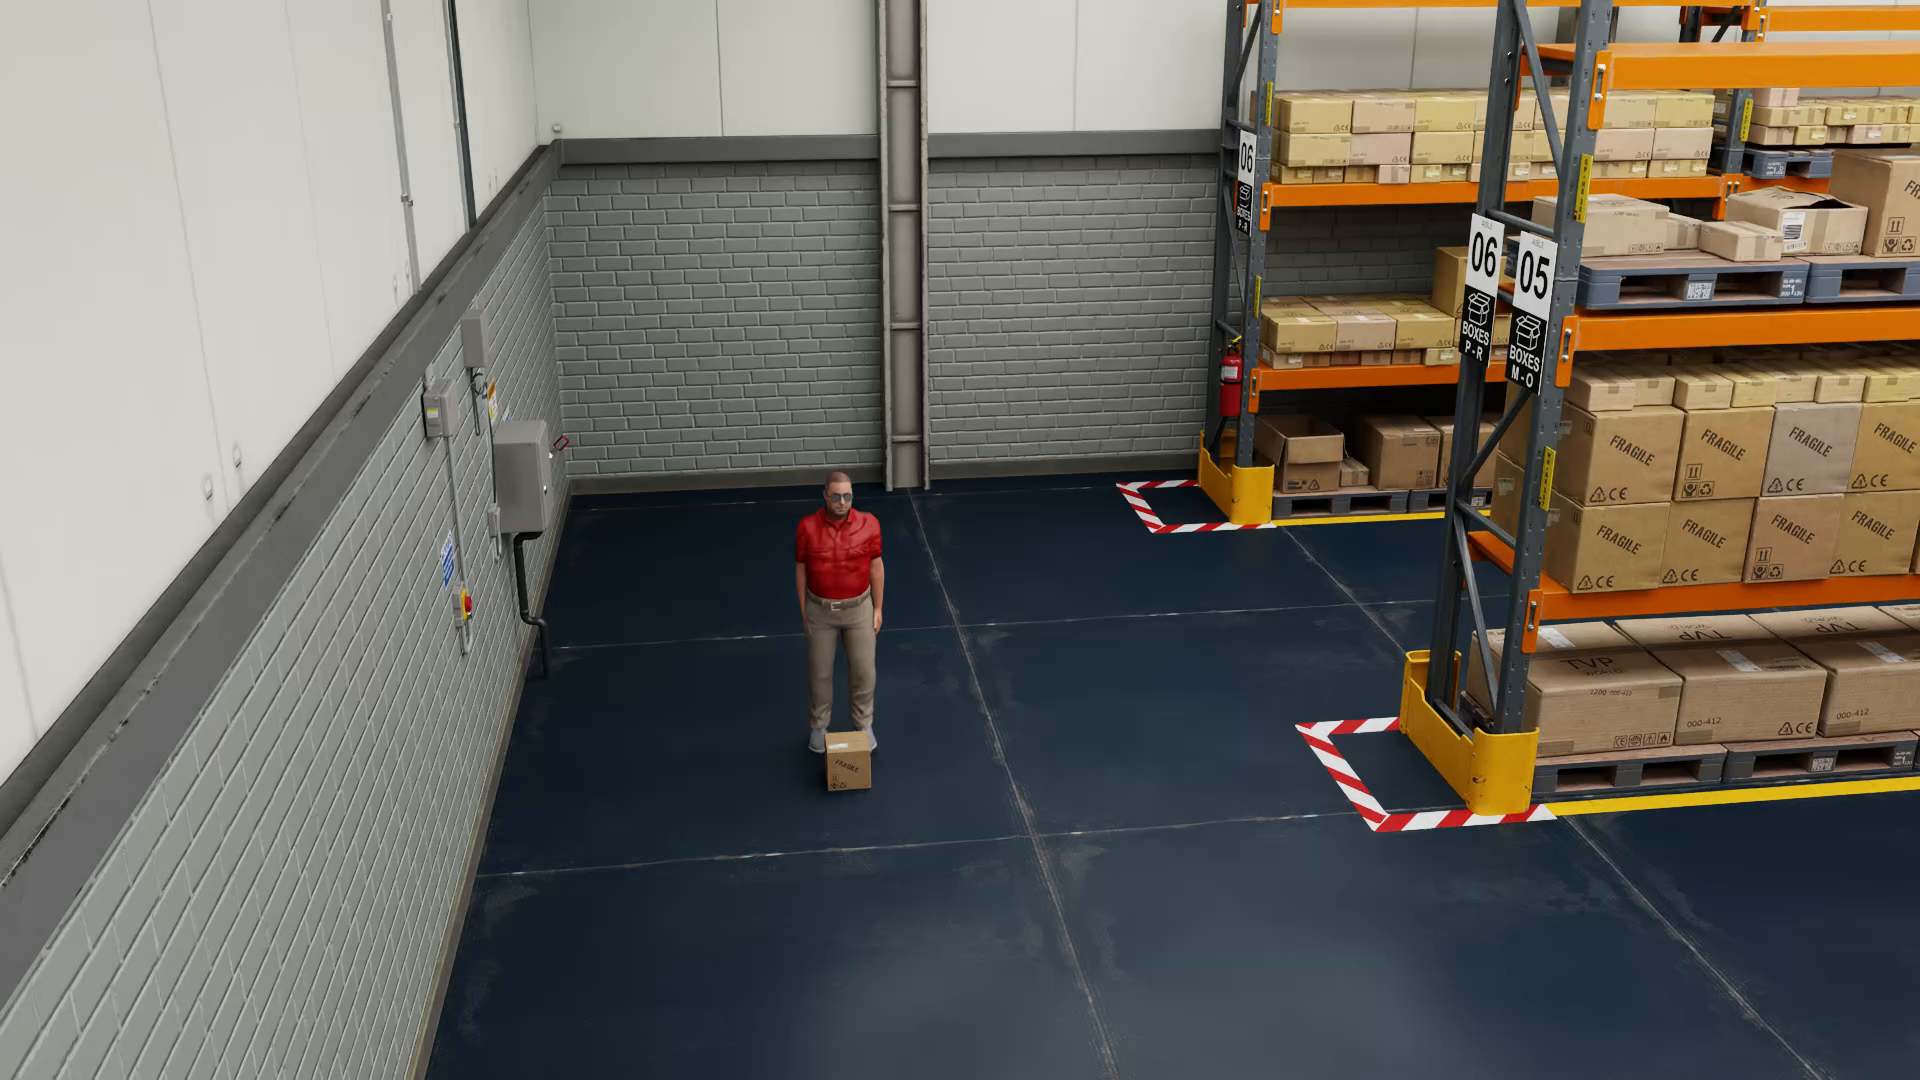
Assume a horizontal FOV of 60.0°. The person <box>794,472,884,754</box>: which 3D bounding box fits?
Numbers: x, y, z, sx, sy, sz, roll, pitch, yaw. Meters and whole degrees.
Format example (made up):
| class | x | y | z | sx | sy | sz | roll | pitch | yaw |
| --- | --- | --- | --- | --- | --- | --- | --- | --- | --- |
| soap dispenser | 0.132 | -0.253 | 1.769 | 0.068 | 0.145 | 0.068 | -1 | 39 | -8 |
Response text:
| class | x | y | z | sx | sy | sz | roll | pitch | yaw |
| --- | --- | --- | --- | --- | --- | --- | --- | --- | --- |
| person | -0.706 | 0.435 | 9.904 | 0.527 | 1.723 | 0.354 | -2 | 20 | -6 |
